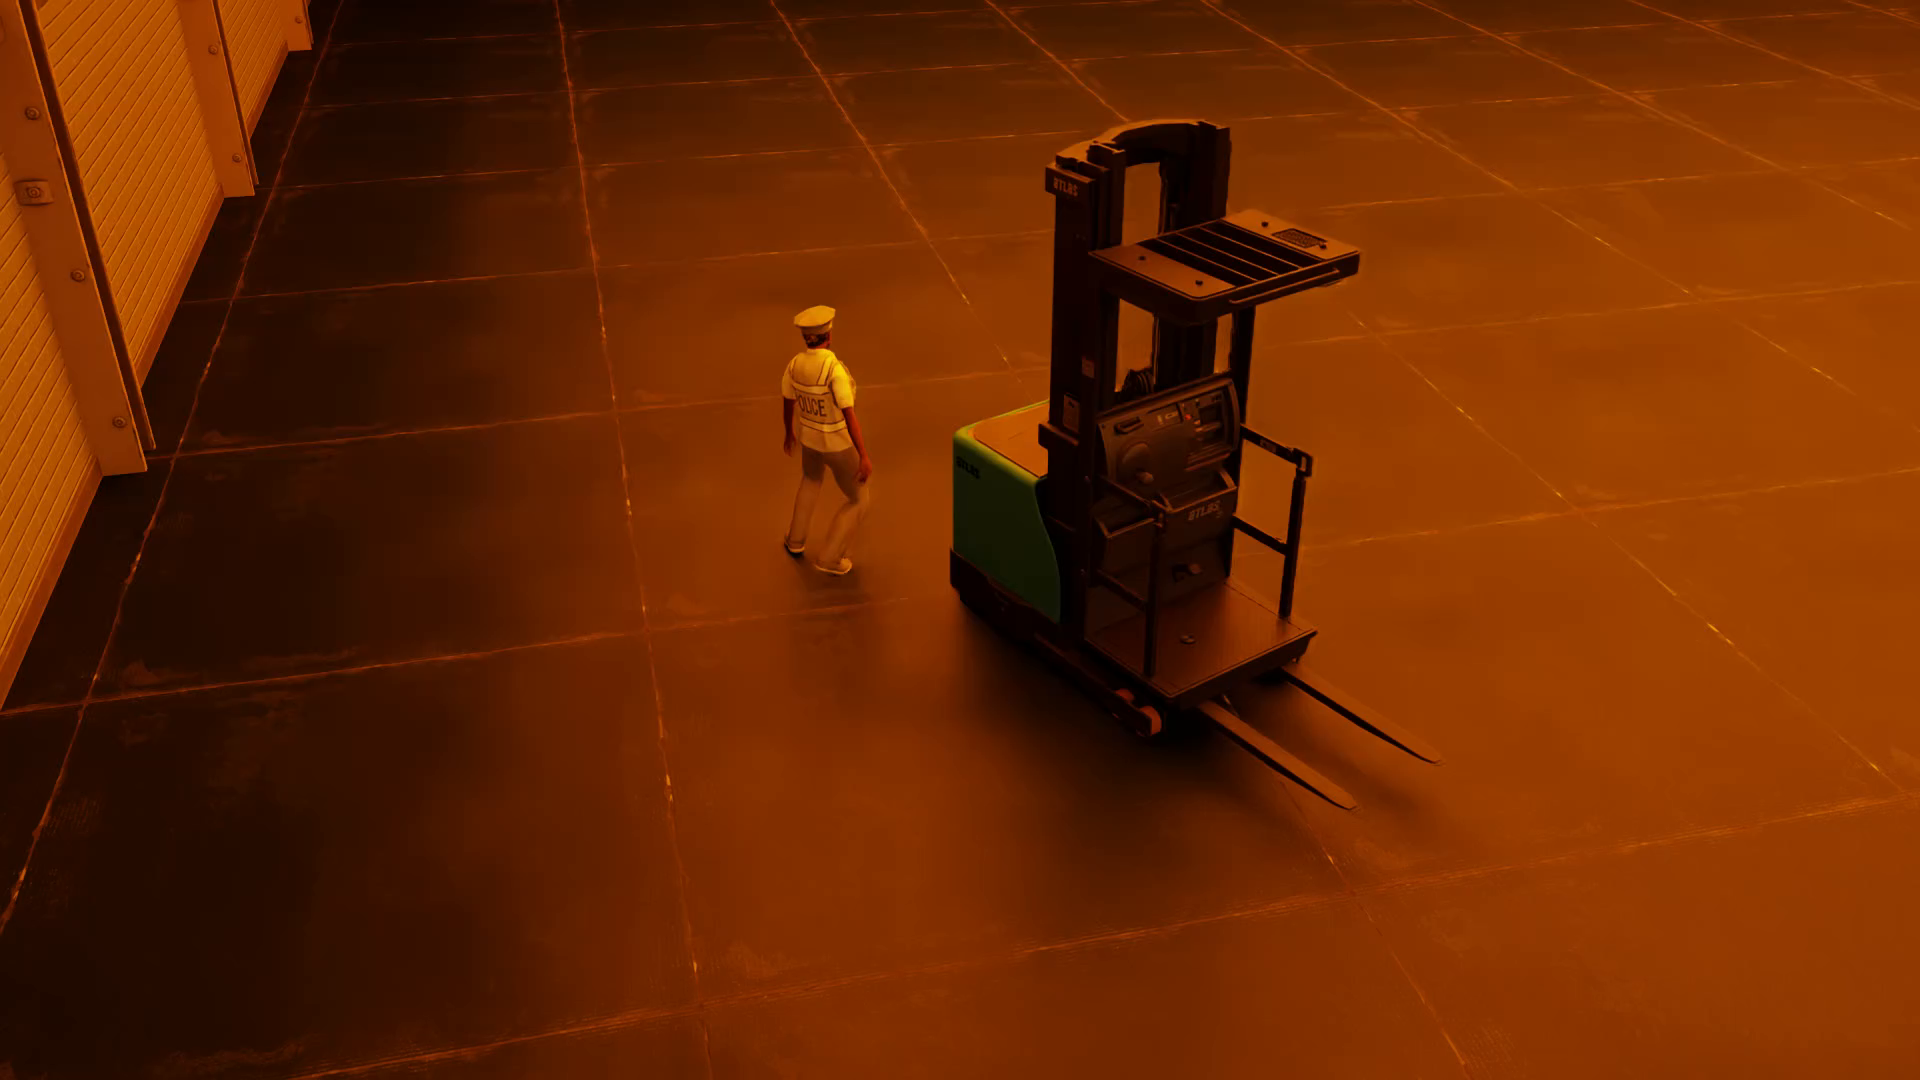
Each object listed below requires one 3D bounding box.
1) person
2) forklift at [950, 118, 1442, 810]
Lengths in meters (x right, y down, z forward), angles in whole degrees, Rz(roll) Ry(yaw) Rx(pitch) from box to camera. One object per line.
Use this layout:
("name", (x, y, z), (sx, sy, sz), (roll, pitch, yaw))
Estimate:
("person", (-0.819, -0.561, 9.902), (0.817, 1.592, 0.466), (25, 38, 36))
("forklift", (1.216, -0.512, 8.459), (1.130, 2.935, 3.031), (-20, 36, -31))
